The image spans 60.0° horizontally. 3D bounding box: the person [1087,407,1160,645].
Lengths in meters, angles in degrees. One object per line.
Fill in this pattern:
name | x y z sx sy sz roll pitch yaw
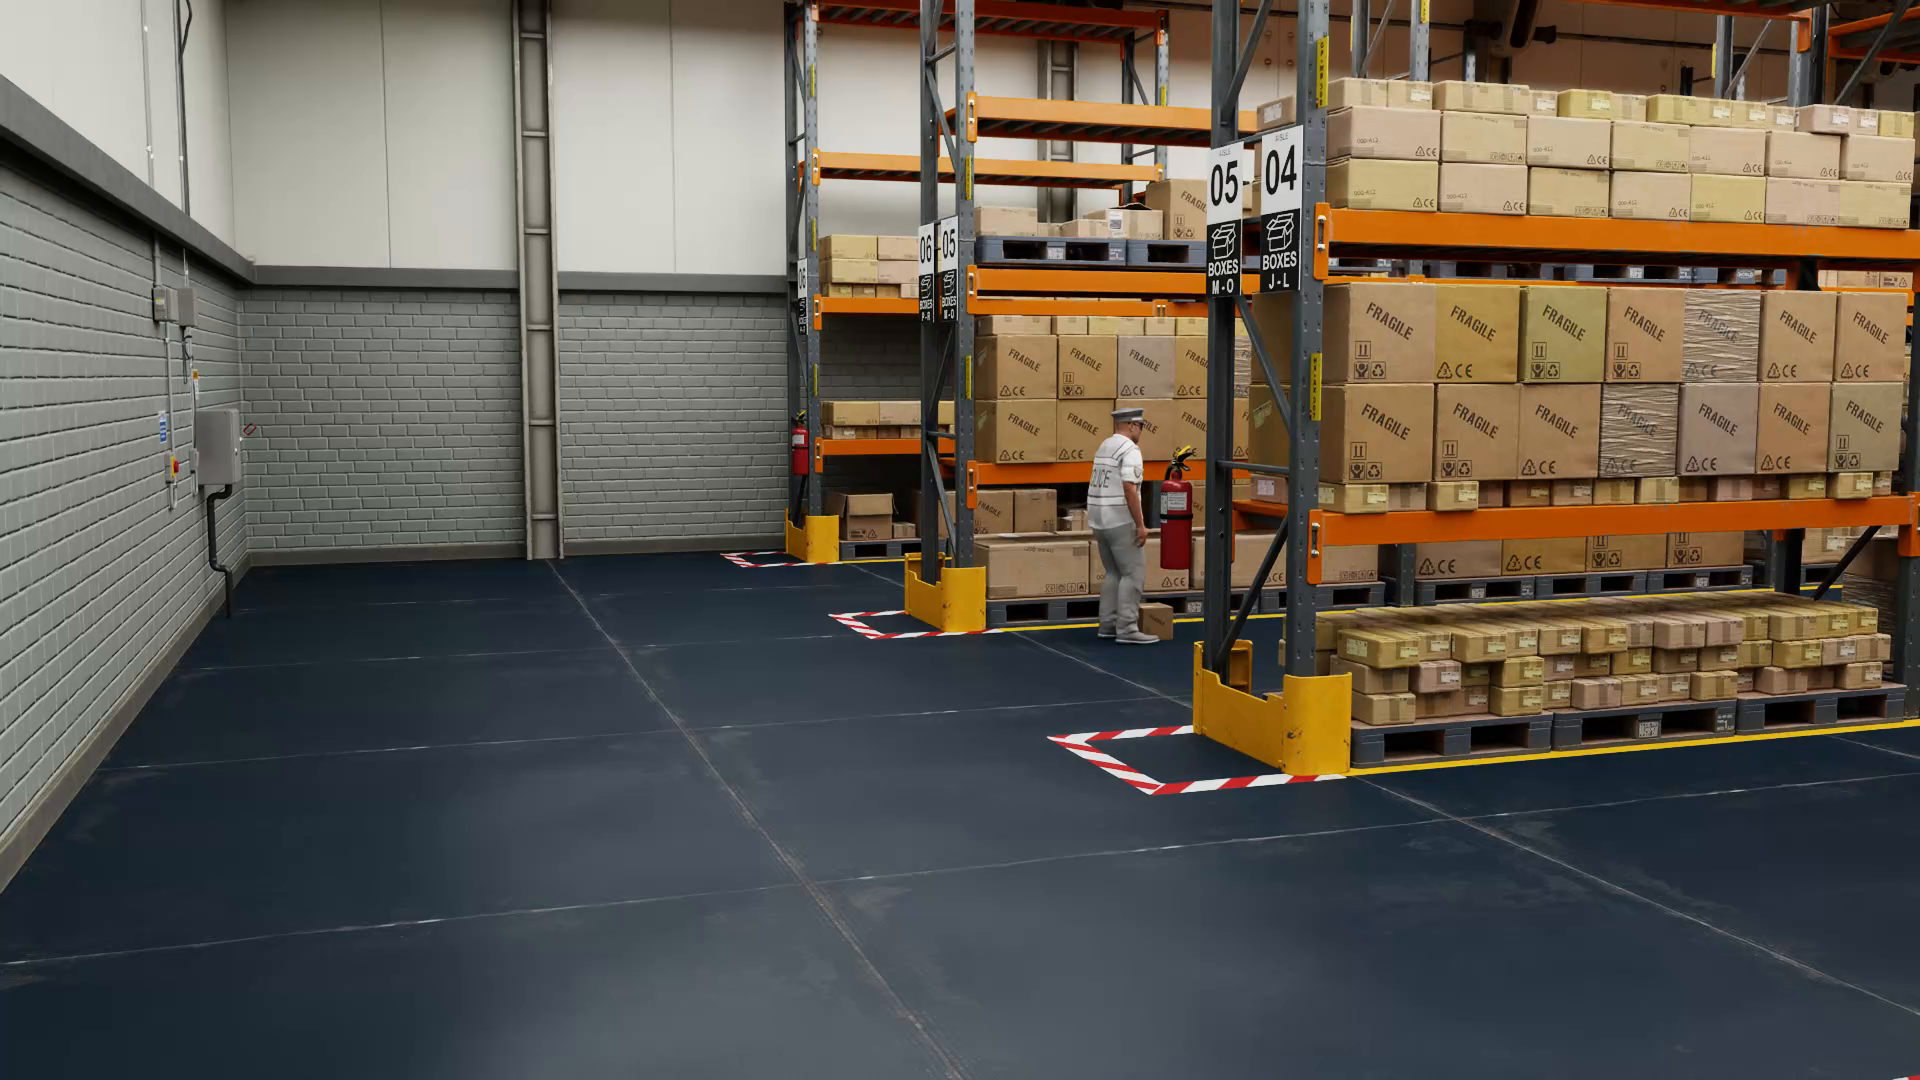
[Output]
person | 1.192 -0.114 12.441 0.440 1.745 0.602 -2 6 -22
